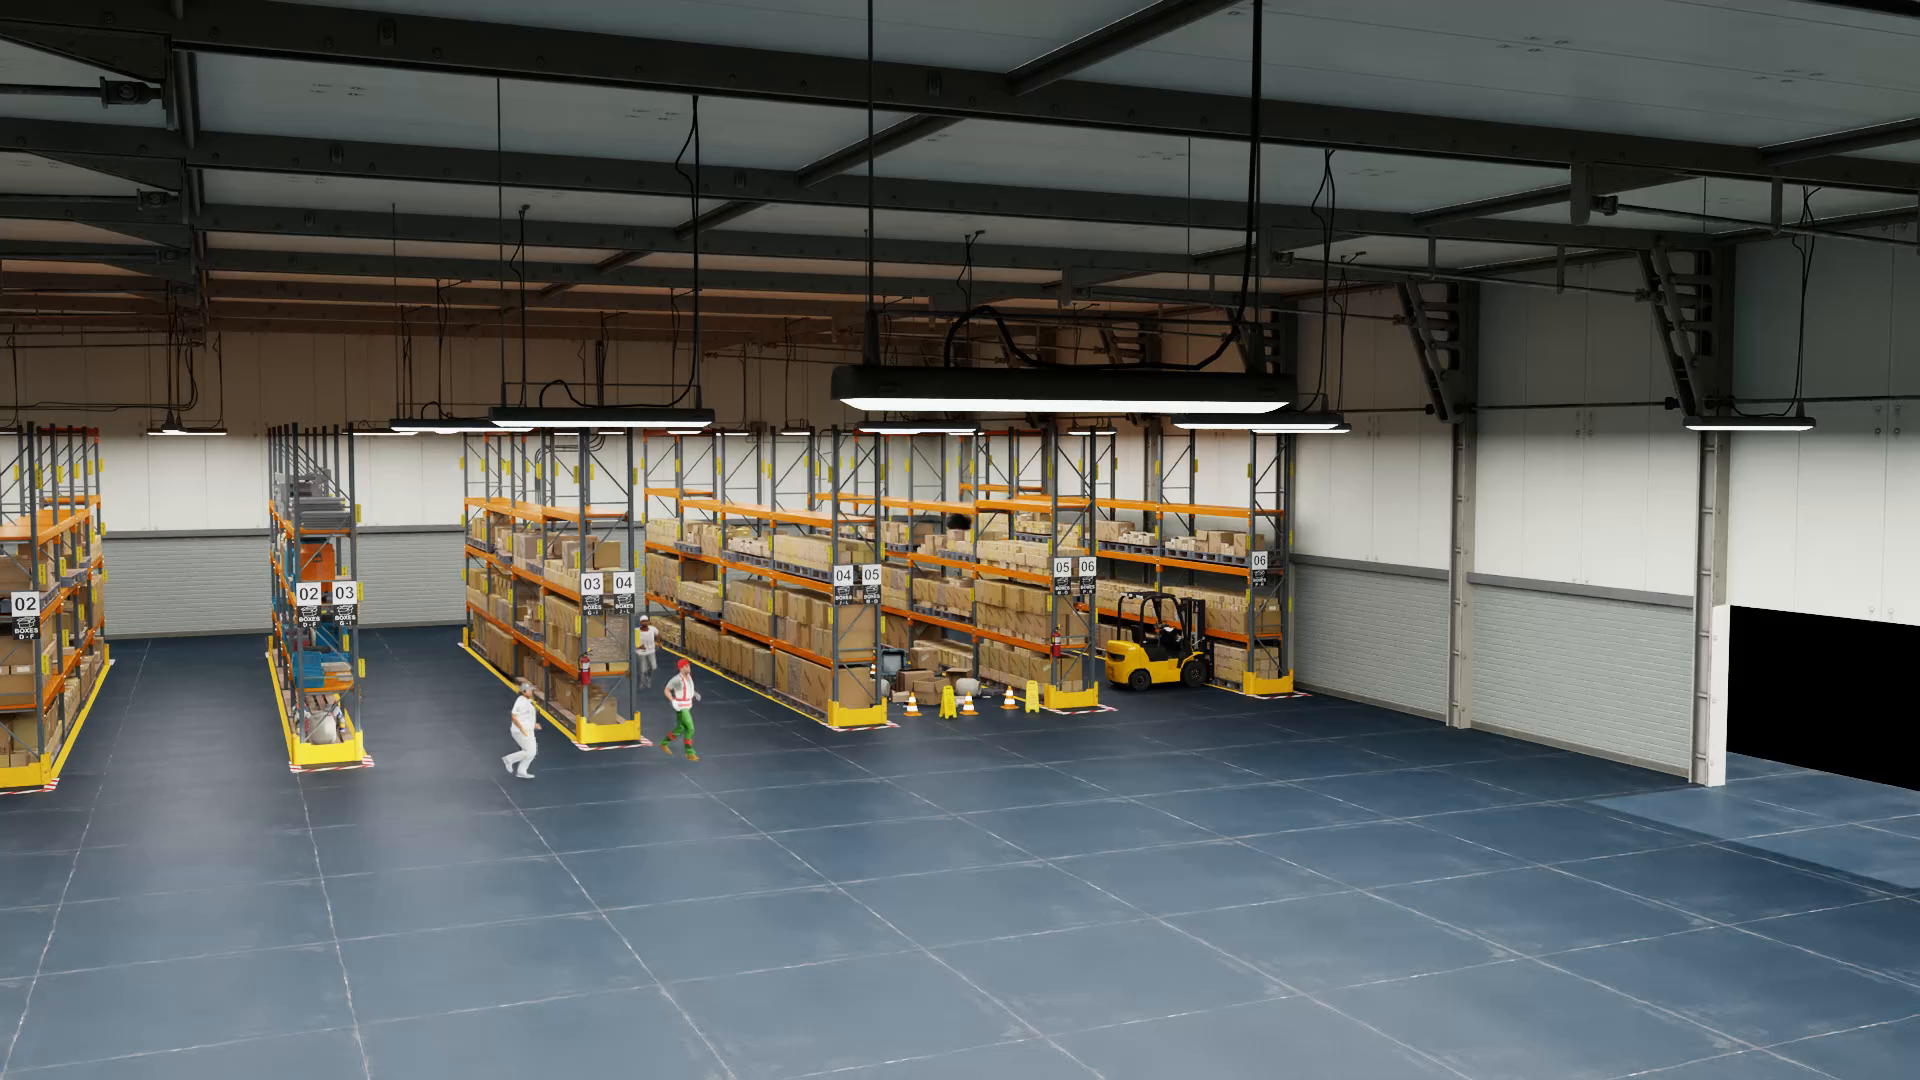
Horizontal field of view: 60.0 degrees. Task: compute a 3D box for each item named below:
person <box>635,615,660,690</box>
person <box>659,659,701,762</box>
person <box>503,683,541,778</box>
[{"bbox_3d":[-7.069,2.548,37.542,0.723,1.710,0.780,-2,4,-25],"label":"person"},{"bbox_3d":[-4.984,3.016,29.612,0.863,1.820,0.647,1,4,17],"label":"person"},{"bbox_3d":[-7.375,3.214,27.996,0.585,1.616,0.594,0,3,0],"label":"person"}]
